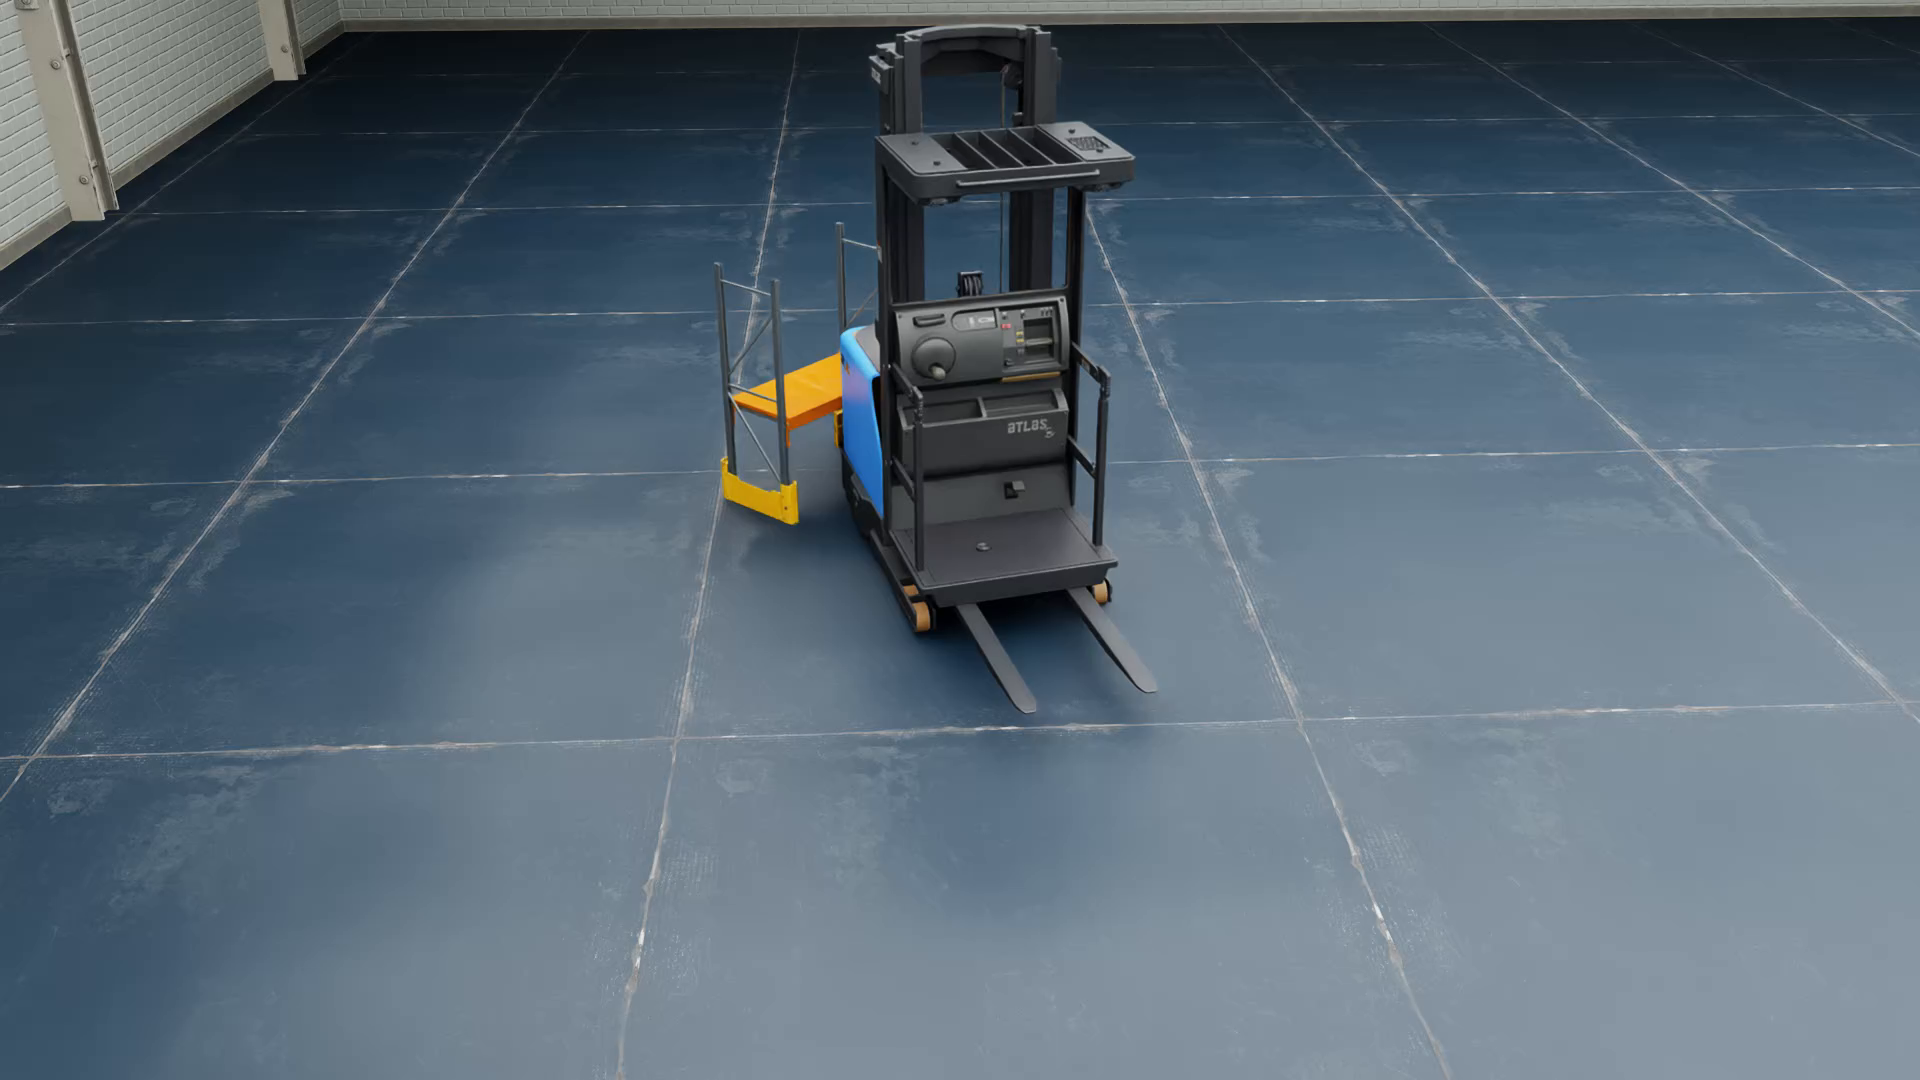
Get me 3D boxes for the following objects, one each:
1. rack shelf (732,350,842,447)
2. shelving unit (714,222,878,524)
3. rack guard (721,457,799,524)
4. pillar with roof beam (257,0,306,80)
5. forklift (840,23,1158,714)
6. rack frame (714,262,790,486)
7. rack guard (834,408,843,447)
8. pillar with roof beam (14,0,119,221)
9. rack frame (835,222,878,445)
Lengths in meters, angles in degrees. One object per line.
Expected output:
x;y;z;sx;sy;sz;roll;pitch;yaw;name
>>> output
-0.890;-0.880;10.204;0.538;0.185;1.000;21;34;34;rack shelf
-0.896;-1.036;10.114;0.587;1.500;1.083;21;34;34;shelving unit
-1.213;-0.304;10.063;0.587;0.250;0.087;21;34;34;rack guard
-4.142;-9.922;19.043;9.100;9.000;0.400;-1;28;-3;pillar with roof beam
0.186;-1.011;8.520;1.130;2.935;3.031;-8;29;-15;forklift
-1.214;-0.858;9.773;0.500;1.500;0.032;21;34;34;rack frame
-0.579;-0.659;10.744;0.587;0.250;0.087;21;34;34;rack guard
-3.828;-7.151;13.730;9.100;9.000;0.400;-1;28;-3;pillar with roof beam
-0.567;-1.220;10.468;0.500;1.500;0.032;21;34;34;rack frame
